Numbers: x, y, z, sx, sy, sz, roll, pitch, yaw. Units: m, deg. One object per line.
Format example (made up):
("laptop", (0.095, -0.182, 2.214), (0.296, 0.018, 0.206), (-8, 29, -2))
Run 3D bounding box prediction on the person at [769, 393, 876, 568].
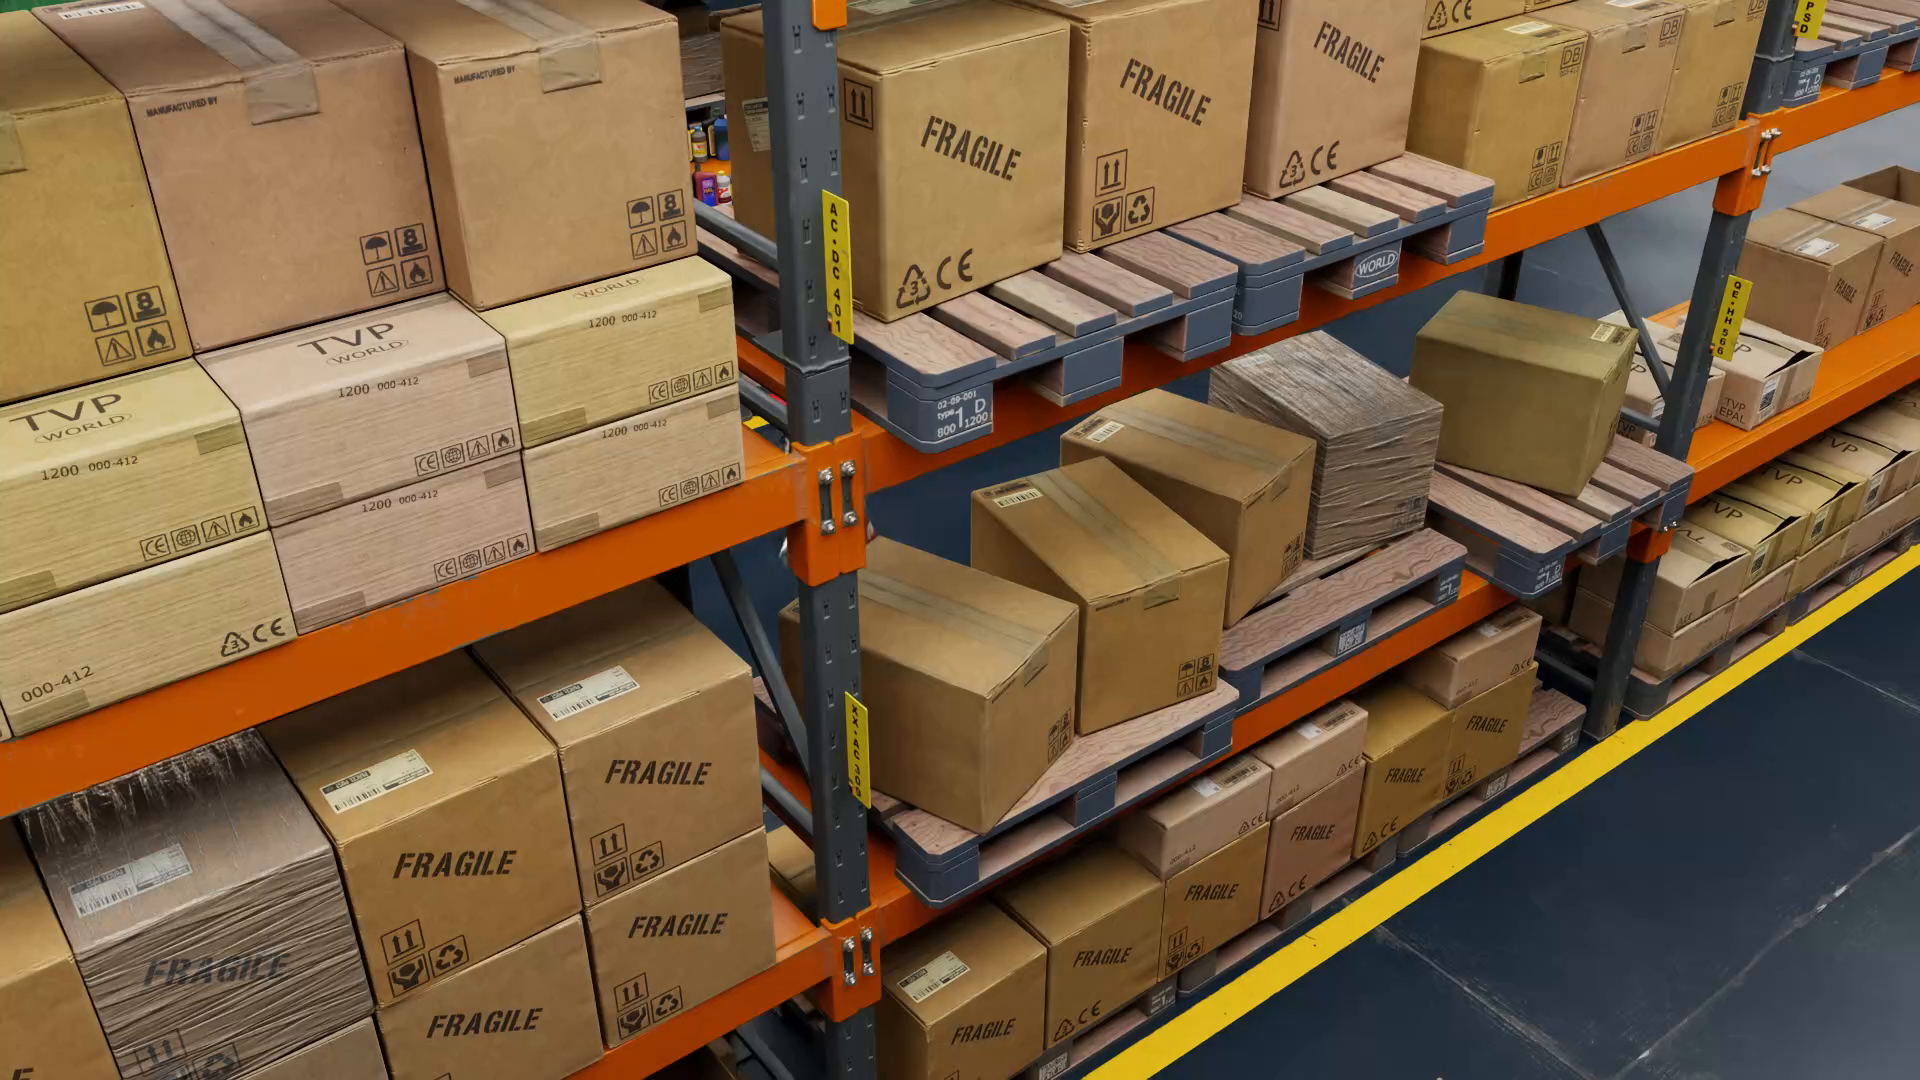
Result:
("person", (-0.528, 0.064, 6.984), (0.505, 1.763, 0.611), (-13, 34, -20))
